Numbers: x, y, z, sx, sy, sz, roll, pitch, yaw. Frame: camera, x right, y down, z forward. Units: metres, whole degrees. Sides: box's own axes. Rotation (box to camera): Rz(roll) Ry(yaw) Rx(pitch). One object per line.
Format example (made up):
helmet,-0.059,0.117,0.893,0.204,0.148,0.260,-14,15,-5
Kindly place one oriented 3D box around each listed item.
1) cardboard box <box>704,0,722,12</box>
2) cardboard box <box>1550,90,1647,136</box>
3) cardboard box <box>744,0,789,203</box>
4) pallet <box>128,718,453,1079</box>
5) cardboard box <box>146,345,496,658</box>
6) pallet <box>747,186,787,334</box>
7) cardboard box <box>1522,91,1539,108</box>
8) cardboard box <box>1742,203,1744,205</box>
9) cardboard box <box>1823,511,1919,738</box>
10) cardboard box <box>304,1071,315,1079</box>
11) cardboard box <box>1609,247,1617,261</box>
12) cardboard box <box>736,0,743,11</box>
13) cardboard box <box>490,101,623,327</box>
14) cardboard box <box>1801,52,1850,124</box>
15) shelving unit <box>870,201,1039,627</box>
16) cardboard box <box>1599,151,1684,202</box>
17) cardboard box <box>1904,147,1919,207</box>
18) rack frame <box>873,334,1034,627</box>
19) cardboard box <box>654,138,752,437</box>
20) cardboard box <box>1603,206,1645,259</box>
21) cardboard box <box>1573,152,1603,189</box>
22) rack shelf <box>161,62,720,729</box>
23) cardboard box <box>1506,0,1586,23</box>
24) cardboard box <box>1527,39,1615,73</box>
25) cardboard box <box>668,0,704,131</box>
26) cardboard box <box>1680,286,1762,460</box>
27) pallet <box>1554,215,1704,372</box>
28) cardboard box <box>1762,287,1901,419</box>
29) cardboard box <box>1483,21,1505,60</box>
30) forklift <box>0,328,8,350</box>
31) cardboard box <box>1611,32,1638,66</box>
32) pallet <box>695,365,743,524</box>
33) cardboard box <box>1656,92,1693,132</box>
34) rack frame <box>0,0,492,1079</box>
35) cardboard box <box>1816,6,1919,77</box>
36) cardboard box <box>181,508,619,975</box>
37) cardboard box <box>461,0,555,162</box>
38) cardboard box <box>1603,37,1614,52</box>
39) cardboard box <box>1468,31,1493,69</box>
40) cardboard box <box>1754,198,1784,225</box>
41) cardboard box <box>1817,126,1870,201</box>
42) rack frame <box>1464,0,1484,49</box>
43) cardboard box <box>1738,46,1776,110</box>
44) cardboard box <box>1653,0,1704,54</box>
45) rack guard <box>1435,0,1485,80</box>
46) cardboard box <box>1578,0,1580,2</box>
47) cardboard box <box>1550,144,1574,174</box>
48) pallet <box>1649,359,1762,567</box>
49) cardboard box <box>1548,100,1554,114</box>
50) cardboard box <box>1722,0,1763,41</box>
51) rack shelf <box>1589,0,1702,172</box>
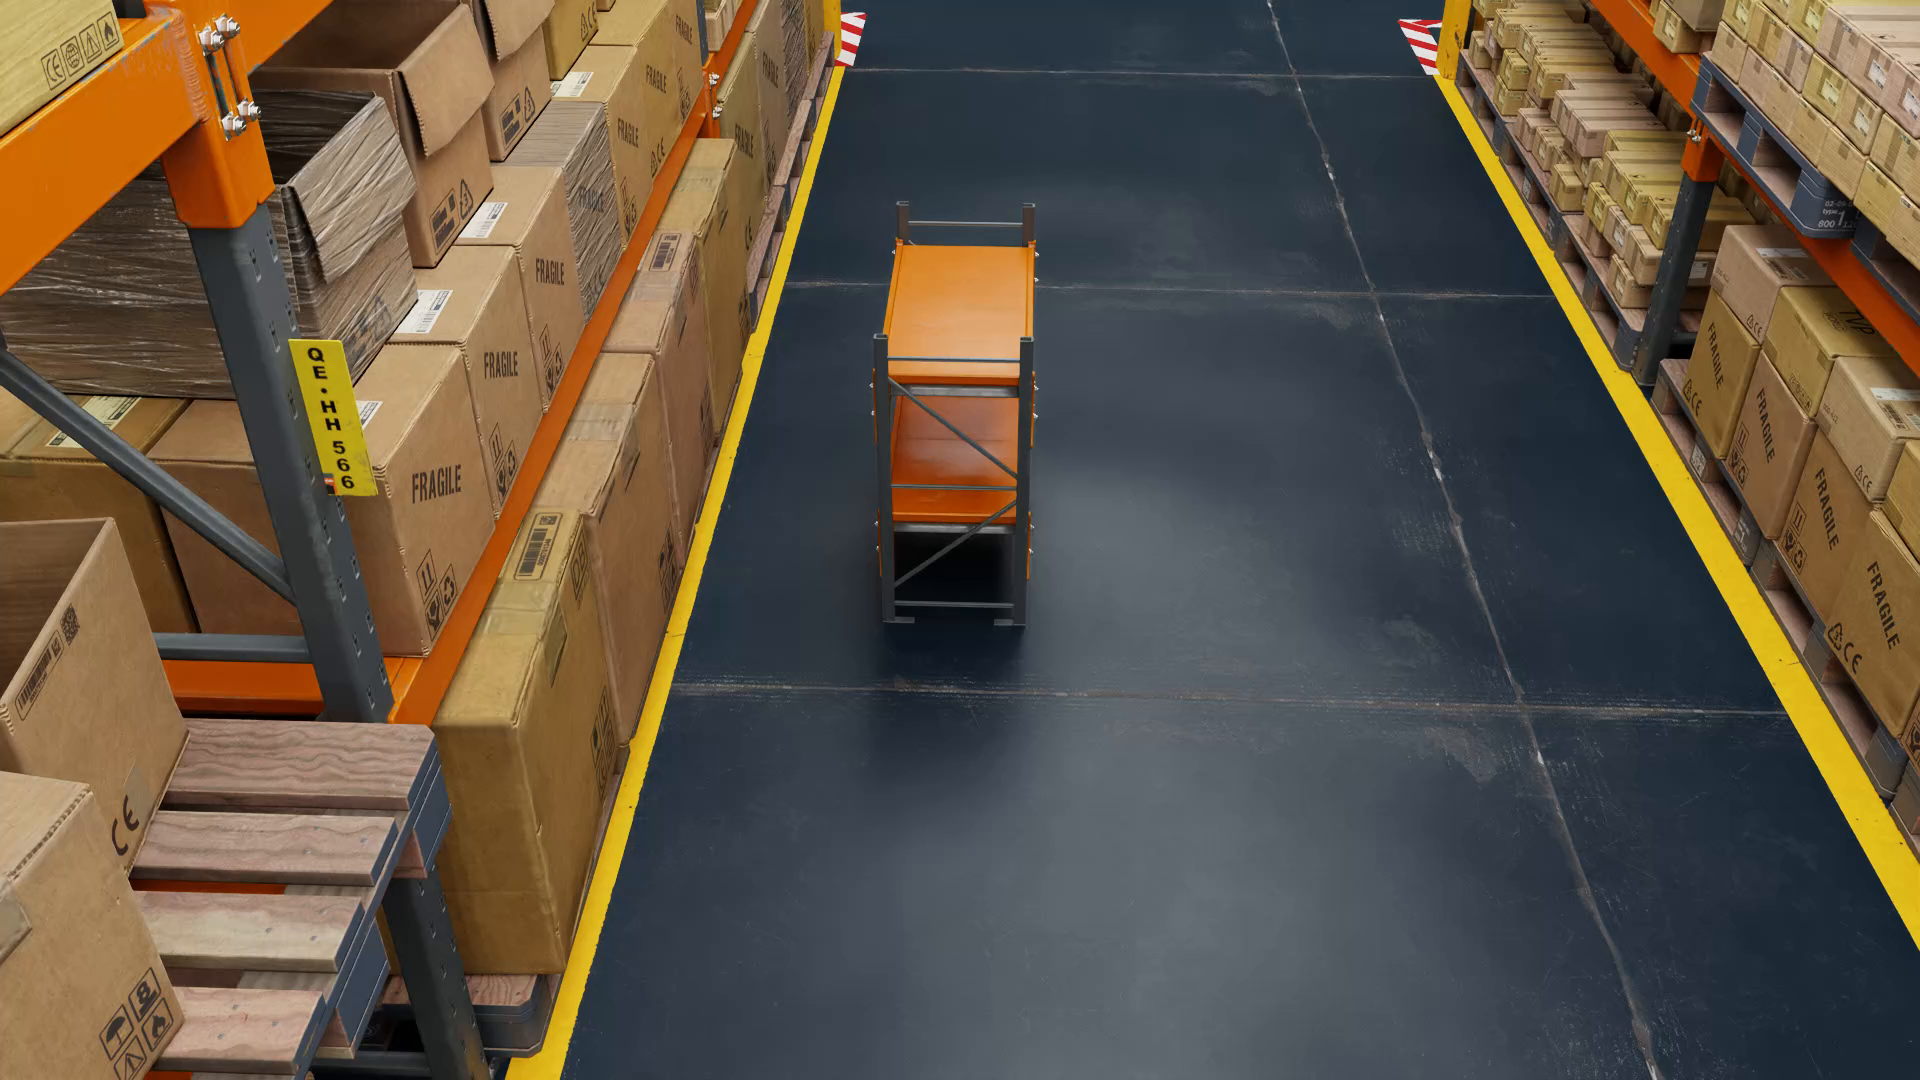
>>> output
cardboard box,-1.238,-2.406,6.936,0.500,0.250,0.500,1,35,1
cardboard box,3.167,-2.119,8.253,0.380,0.149,0.250,0,35,0
cardboard box,-1.376,-2.278,8.366,0.875,0.875,0.875,1,35,2
pallet,-1.601,0.707,2.802,1.213,0.211,1.003,1,35,2
cardboard box,-1.388,-0.097,3.692,0.500,0.500,0.500,2,35,3
pallet,-1.410,-1.375,8.024,1.003,0.211,1.213,1,35,2
cardboard box,3.287,-2.330,9.071,0.380,0.149,0.250,1,35,2
cardboard box,3.662,-1.525,7.667,0.380,0.149,0.250,1,35,2
cardboard box,3.068,0.254,5.089,0.500,0.500,0.500,0,35,0
cardboard box,-1.686,1.445,3.377,0.700,0.500,0.500,0,35,-1
cardboard box,3.203,-1.295,7.598,0.380,0.149,0.250,2,35,3
cardboard box,-1.154,-2.443,7.336,0.380,0.149,0.250,2,35,3
cardboard box,-1.330,-0.975,4.942,0.500,0.500,0.500,1,35,2
cardboard box,2.930,-1.437,5.281,0.380,0.149,0.250,0,35,0
shelving unit,0.000,-0.464,5.932,0.538,1.125,1.048,1,35,2
cardboard box,3.161,-1.659,7.598,0.380,0.149,0.250,1,35,1
cardboard box,2.898,-0.985,4.638,0.380,0.149,0.250,1,35,1
rack frame,-0.020,-0.172,5.517,0.500,1.125,0.032,1,35,2
cardboard box,-1.524,-1.016,6.569,1.225,0.875,0.875,1,35,2
cardboard box,3.127,-1.380,7.460,0.380,0.149,0.250,0,35,0
cardboard box,3.219,-1.823,8.091,0.380,0.149,0.250,2,35,3
rack shelf,-1.599,-0.638,5.175,1.077,0.370,4.000,1,35,2
cardboard box,3.343,-3.001,9.509,0.380,0.149,0.250,2,35,3
cardboard box,3.257,-2.556,8.875,0.380,0.149,0.250,3,35,4
cardboard box,-1.264,-1.847,6.183,0.500,0.500,0.500,1,35,2
cardboard box,3.139,-0.639,6.360,0.500,0.500,0.500,3,35,4
pallet,3.425,-1.154,7.709,1.003,0.211,1.213,1,35,2
cardboard box,3.121,-0.640,5.709,0.500,0.250,0.500,2,35,3
cardboard box,3.249,-2.883,9.599,0.380,0.149,0.250,1,35,2
forklift,-3.438,-1.803,6.266,1.130,2.935,3.031,3,35,4
cardboard box,3.802,-2.704,9.085,0.380,0.149,0.250,0,35,0
pallet,-1.474,-0.495,6.771,1.003,0.211,1.213,1,35,2
cardboard box,3.694,-2.107,8.236,0.380,0.149,0.250,0,35,0
rack frame,-1.676,0.217,3.333,0.949,2.616,0.053,1,35,2
cardboard box,2.928,-1.554,5.189,0.380,0.149,0.250,1,35,1
cardboard box,-1.630,0.518,4.386,1.225,0.875,0.875,0,35,0
cardboard box,-1.584,-1.414,4.694,0.797,0.503,0.637,2,35,3
cardboard box,3.839,-2.726,9.375,0.380,0.149,0.250,0,35,0
cardboard box,3.253,-2.919,9.908,0.380,0.149,0.250,2,35,3
cardboard box,3.654,-1.351,7.160,0.380,0.149,0.250,3,35,4
cardboard box,2.918,-1.169,5.157,0.380,0.149,0.250,0,35,0
rack frame,3.594,-4.207,9.627,1.000,3.000,0.127,1,35,2
cardboard box,2.953,-1.603,5.775,0.380,0.149,0.250,2,35,3
cardboard box,3.113,-2.126,6.885,0.380,0.149,0.250,0,35,1
rack guard,3.591,-3.140,10.284,1.175,0.500,0.348,1,35,2
cardboard box,3.826,-3.146,9.714,0.380,0.149,0.250,2,35,2
cardboard box,3.228,-1.890,8.445,0.380,0.149,0.250,2,35,3
pallet,3.404,-0.320,6.522,1.003,0.211,1.213,1,35,2
cardboard box,3.324,-2.284,8.746,0.380,0.149,0.250,3,35,4
cardboard box,2.958,-1.884,5.916,0.380,0.149,0.250,2,35,3
rack shelf,3.514,-2.763,8.199,1.077,0.370,4.000,1,35,2
